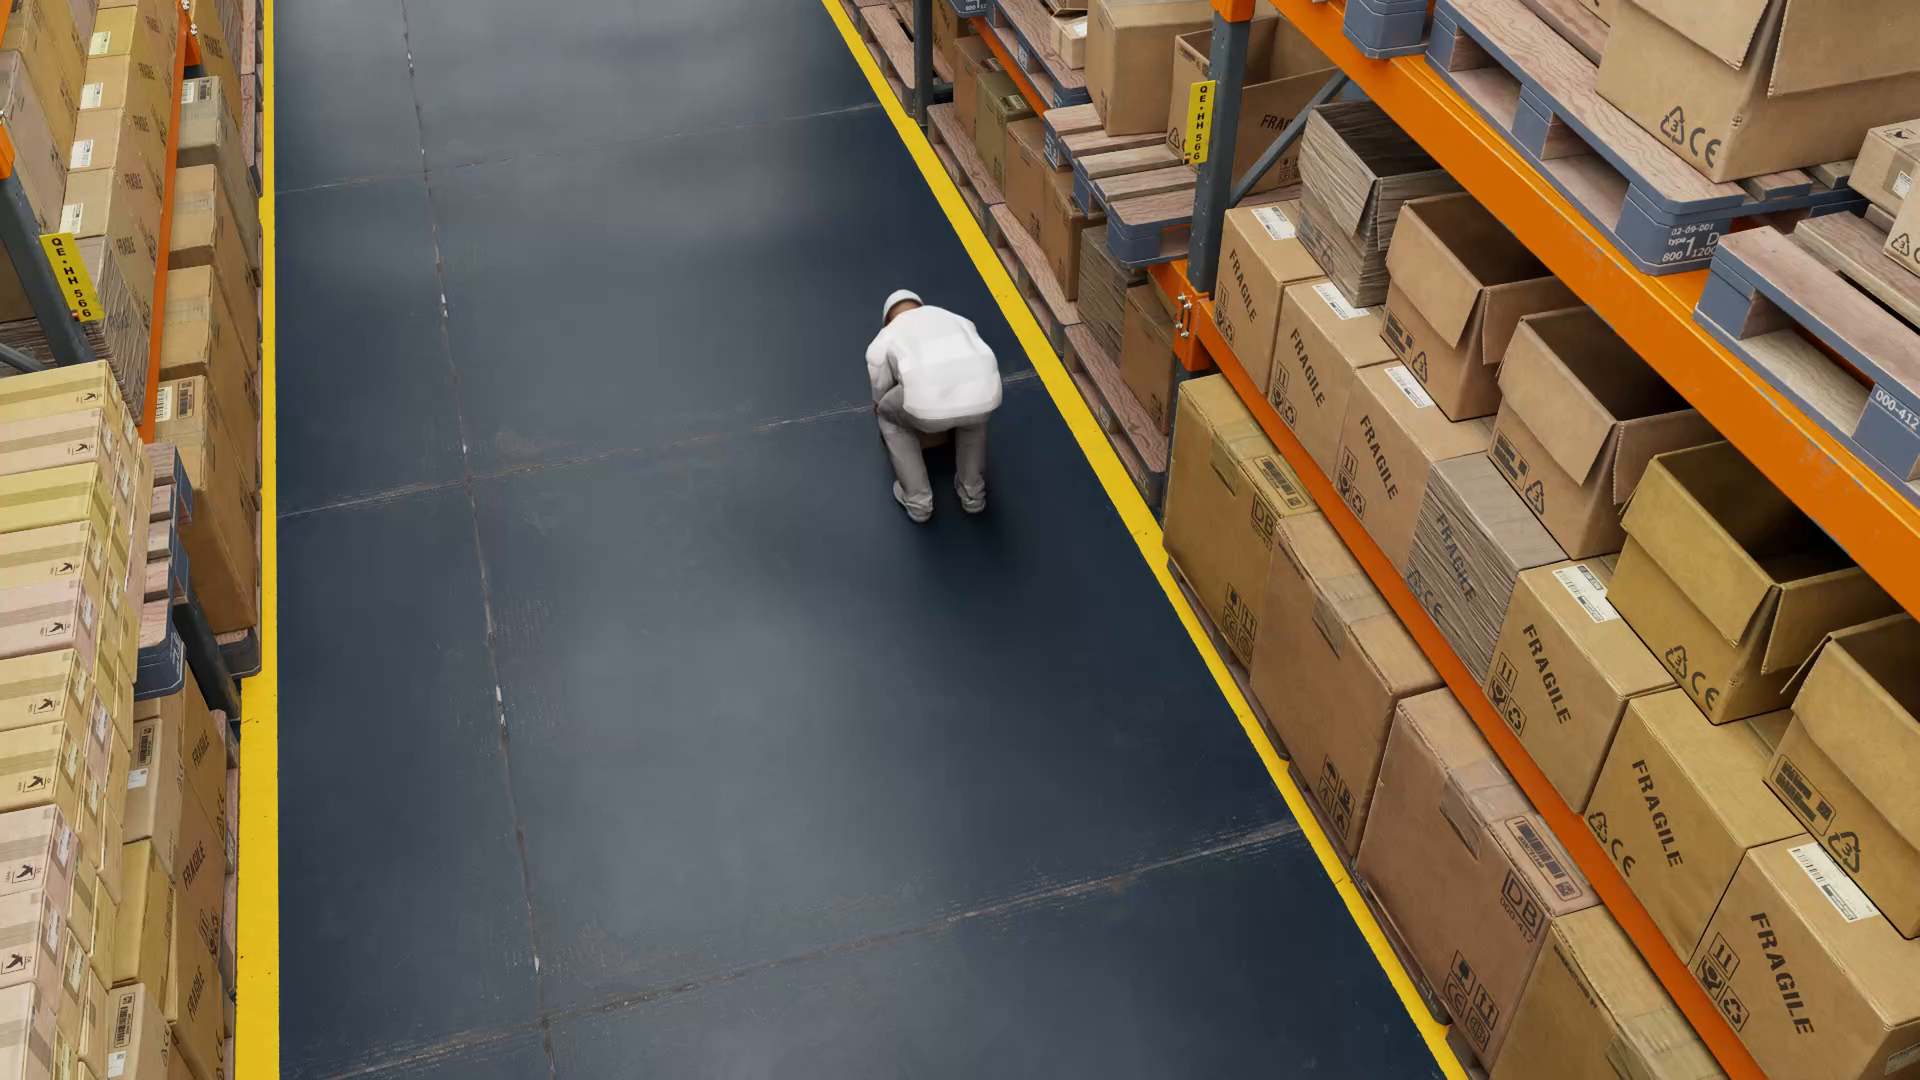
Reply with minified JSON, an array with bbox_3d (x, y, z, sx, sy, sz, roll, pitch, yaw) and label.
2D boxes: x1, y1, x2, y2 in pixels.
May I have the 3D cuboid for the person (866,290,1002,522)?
[{"bbox_3d":[-0.139,-0.642,7.482,0.511,0.925,0.975,-12,43,-13],"label":"person"}]
